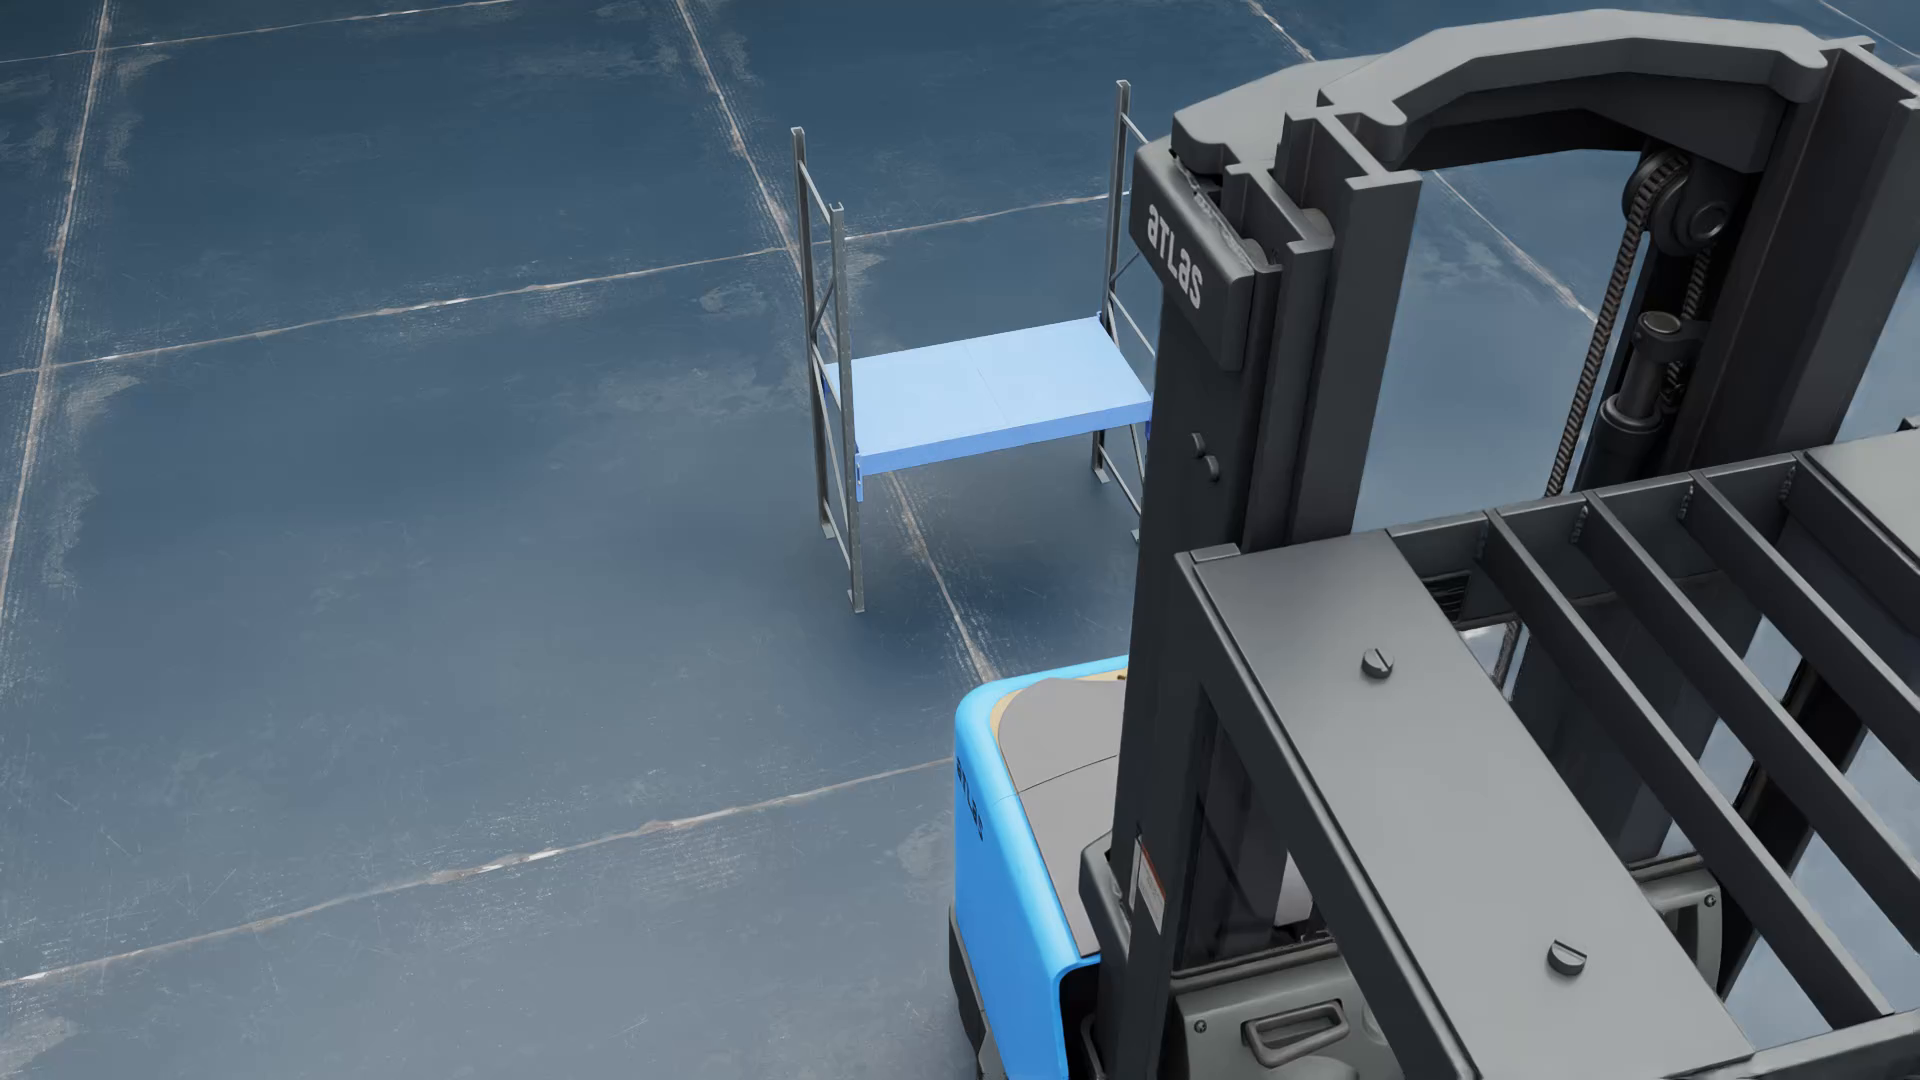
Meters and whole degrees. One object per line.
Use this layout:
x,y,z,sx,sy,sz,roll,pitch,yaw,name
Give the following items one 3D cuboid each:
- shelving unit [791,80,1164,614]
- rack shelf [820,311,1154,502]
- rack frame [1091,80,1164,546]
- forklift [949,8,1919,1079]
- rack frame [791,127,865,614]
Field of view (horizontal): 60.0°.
0.081,-0.582,5.276,1.048,1.500,0.538,-12,42,-13,shelving unit
0.081,-0.446,5.394,1.000,0.185,0.538,-12,42,-13,rack shelf
0.566,-0.682,5.391,0.032,1.500,0.500,-12,42,-13,rack frame
0.853,0.889,2.504,1.130,2.935,3.031,-10,42,-11,forklift
-0.404,-0.481,5.161,0.032,1.500,0.500,-12,42,-13,rack frame
